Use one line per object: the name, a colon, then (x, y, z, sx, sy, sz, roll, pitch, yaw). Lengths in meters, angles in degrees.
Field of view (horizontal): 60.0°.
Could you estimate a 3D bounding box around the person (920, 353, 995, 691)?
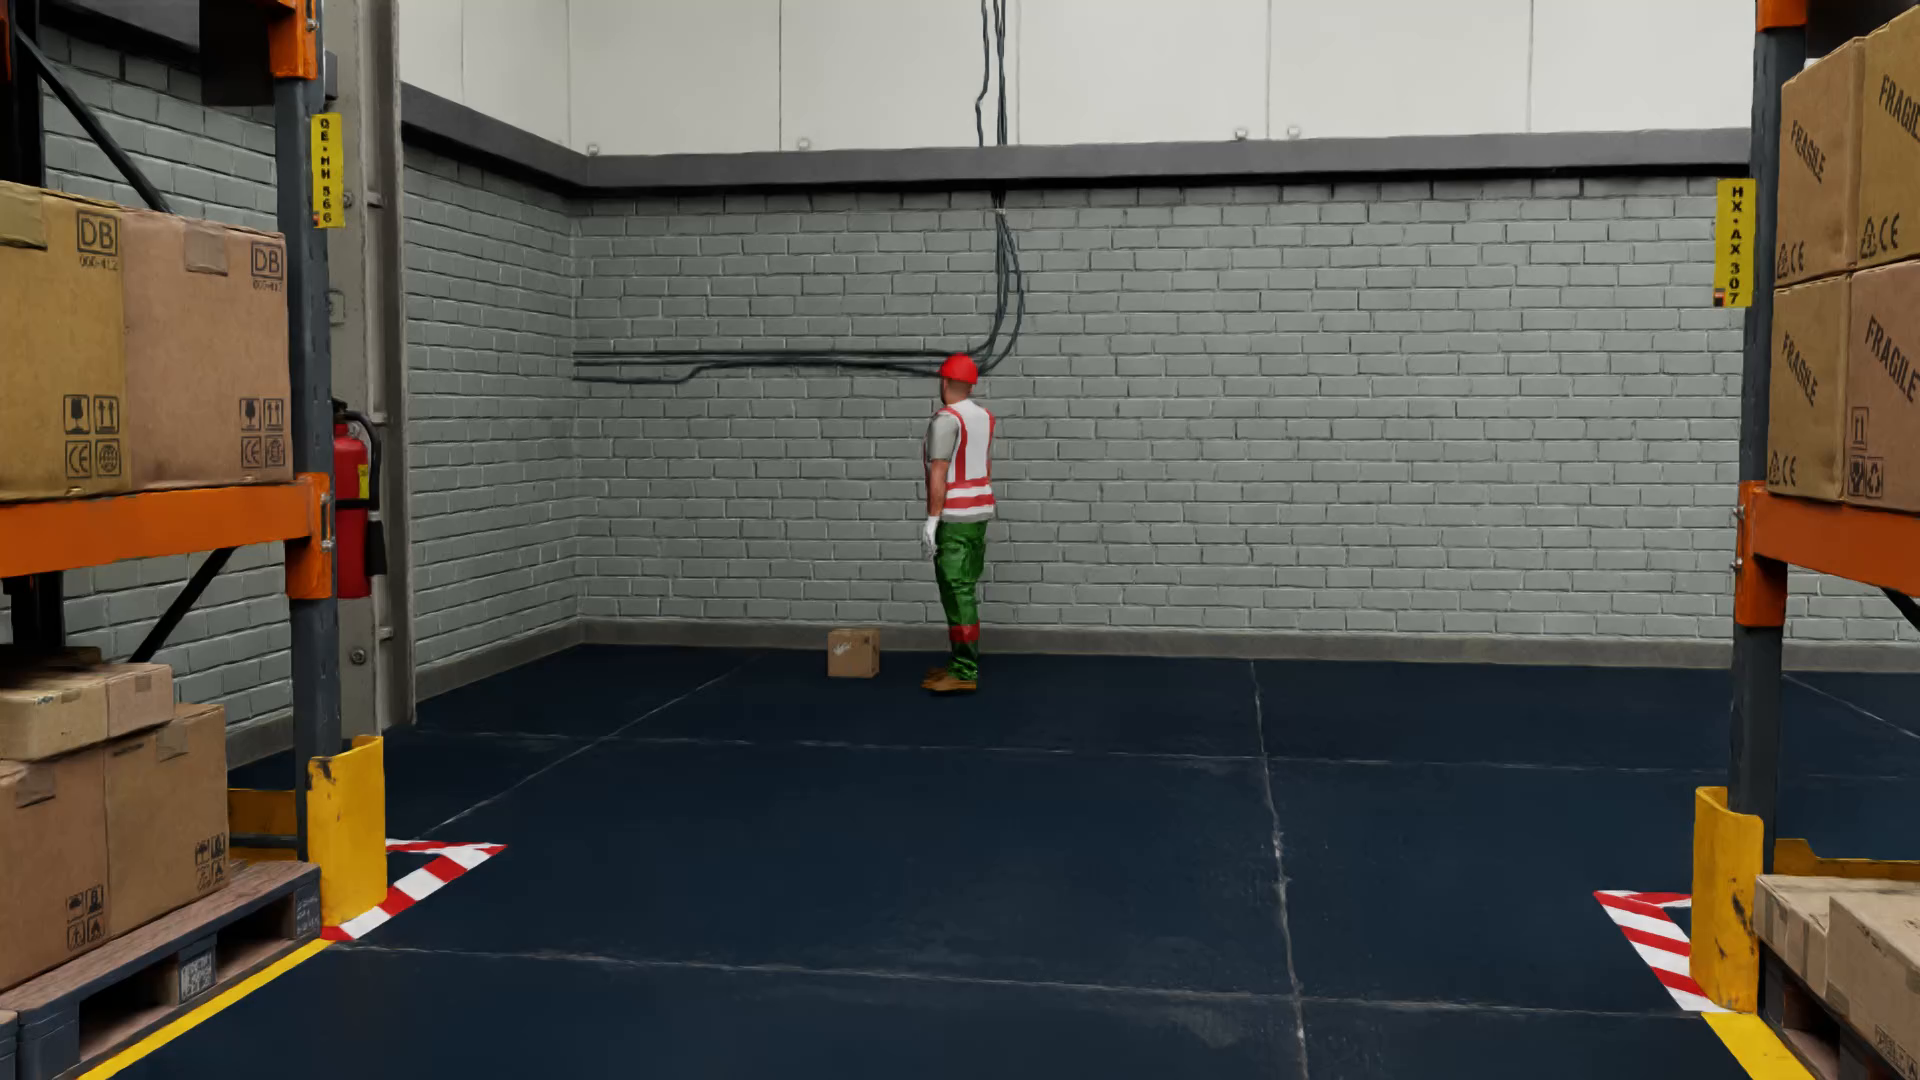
person: (-0.062, -0.103, 8.909, 0.424, 1.791, 0.648, 3, 5, 30)
